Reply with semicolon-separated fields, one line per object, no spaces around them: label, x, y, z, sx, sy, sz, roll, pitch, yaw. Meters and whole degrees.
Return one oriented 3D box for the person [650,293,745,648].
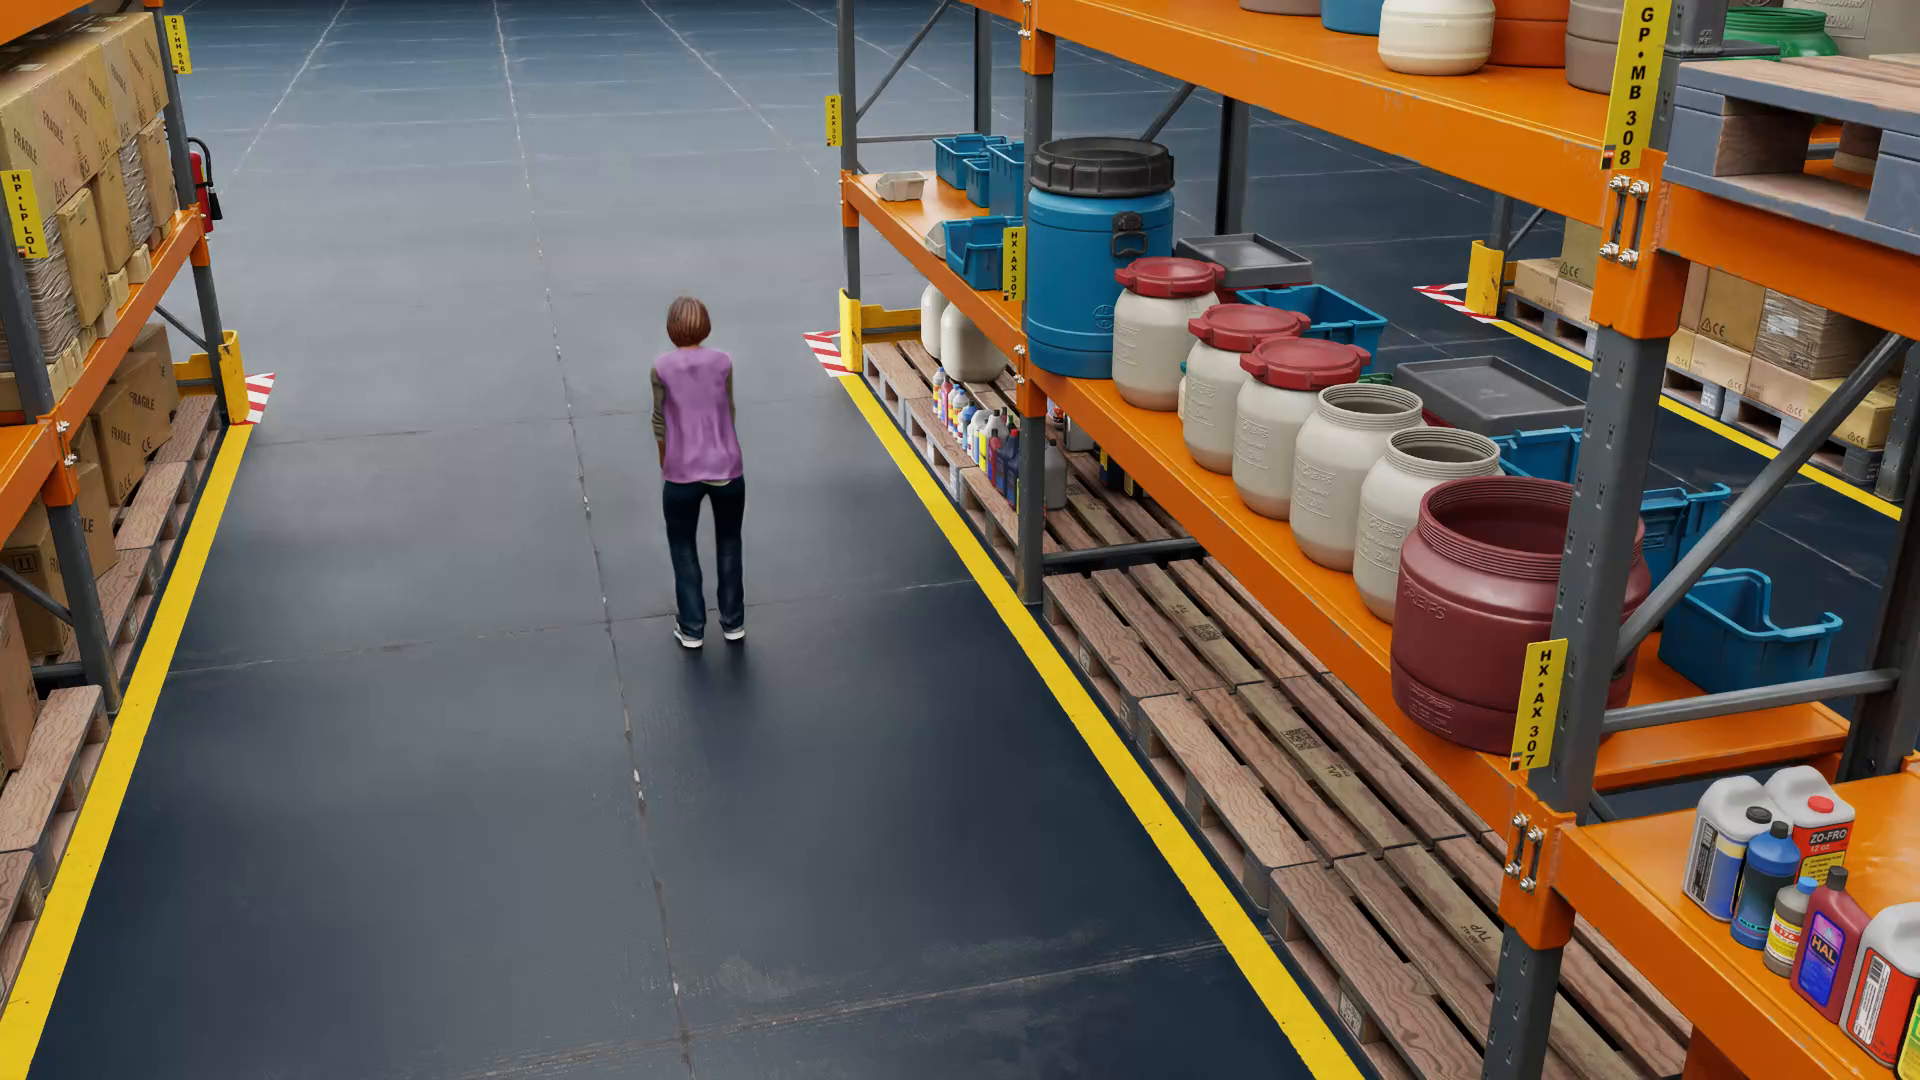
person;-1.151;-0.256;7.366;0.373;1.476;0.518;-7;24;-15
